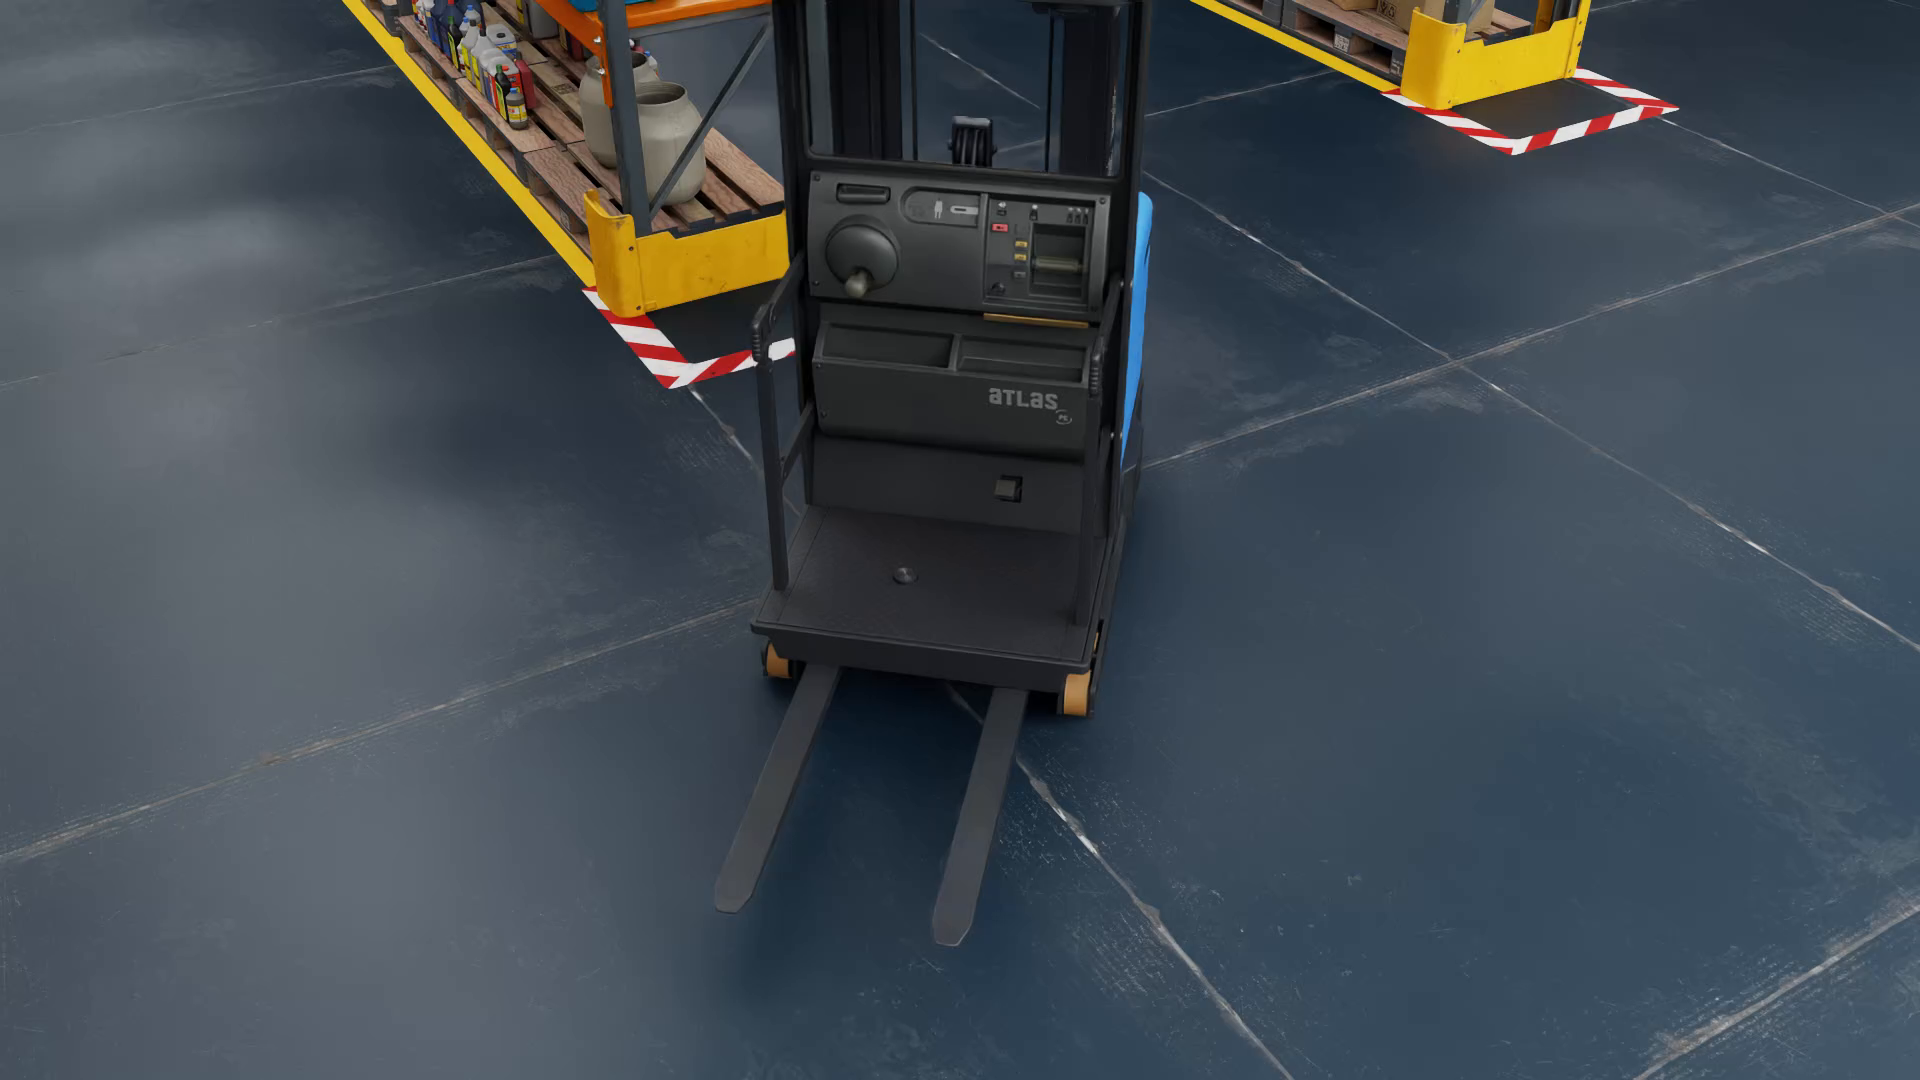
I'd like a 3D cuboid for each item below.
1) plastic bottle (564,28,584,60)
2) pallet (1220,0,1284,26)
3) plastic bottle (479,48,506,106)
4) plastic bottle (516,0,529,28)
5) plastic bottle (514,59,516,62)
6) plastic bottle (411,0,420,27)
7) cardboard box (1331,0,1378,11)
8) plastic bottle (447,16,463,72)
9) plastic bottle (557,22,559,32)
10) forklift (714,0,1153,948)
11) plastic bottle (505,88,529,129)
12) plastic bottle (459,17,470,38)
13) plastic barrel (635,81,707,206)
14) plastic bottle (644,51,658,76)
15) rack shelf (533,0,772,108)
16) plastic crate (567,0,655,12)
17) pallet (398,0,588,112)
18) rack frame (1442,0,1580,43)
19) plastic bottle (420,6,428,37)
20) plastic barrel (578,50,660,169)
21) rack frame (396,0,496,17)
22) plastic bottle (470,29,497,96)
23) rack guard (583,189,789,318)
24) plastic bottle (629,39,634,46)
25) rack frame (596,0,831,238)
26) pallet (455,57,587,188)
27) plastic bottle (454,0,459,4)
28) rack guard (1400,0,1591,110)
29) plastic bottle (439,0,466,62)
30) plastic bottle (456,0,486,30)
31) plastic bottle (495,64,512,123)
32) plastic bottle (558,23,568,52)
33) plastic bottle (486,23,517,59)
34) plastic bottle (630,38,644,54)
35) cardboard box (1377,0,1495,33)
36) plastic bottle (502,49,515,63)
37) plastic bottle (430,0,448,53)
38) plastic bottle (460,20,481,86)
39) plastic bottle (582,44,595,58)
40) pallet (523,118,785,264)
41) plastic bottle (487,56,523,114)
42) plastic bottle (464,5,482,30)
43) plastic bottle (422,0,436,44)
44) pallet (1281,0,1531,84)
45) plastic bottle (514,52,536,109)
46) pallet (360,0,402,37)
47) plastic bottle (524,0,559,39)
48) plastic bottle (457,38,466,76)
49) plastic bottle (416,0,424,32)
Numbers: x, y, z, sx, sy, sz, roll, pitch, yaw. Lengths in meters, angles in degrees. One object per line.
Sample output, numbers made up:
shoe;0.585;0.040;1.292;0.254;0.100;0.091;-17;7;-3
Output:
plastic bottle;-2.255;-2.952;9.679;0.061;0.283;0.133;-19;40;-24
pallet;2.194;-3.880;11.383;1.003;0.211;1.213;-19;40;-24
plastic bottle;-2.538;-2.545;9.128;0.152;0.276;0.135;-20;41;-25
plastic bottle;-2.625;-3.315;10.119;0.144;0.351;0.185;-19;40;-24
plastic bottle;-2.439;-2.562;9.214;0.097;0.201;0.097;0;36;0
plastic bottle;-3.292;-3.277;10.133;0.097;0.271;0.097;0;36;0
cardboard box;2.590;-3.699;10.535;0.500;0.500;0.500;-9;37;-12
plastic bottle;-2.885;-2.847;9.534;0.061;0.283;0.133;-17;39;-22
plastic bottle;-2.404;-3.260;10.044;0.144;0.351;0.185;-21;41;-26
forklift;-0.049;-0.841;4.917;1.130;2.935;3.031;6;37;9
plastic bottle;-2.365;-2.308;8.866;0.097;0.201;0.097;0;36;0
plastic bottle;-2.825;-2.874;9.582;0.097;0.271;0.097;0;36;0
plastic barrel;-1.460;-1.931;8.104;0.421;0.512;0.421;0;36;0
plastic bottle;-1.705;-2.546;9.133;0.097;0.271;0.097;0;36;0
rack shelf;-2.068;-3.183;8.675;1.077;0.370;4.000;-19;40;-24
plastic crate;-1.574;-2.560;7.338;0.499;0.251;0.616;-19;40;-24
pallet;-2.772;-3.012;10.195;1.003;0.211;1.213;-19;40;-24
rack frame;3.219;-3.921;9.075;1.000;3.000;0.127;-19;40;-24
plastic bottle;-3.190;-3.145;10.012;0.097;0.201;0.097;0;36;0
plastic barrel;-1.712;-2.187;8.454;0.421;0.512;0.421;0;36;0
rack frame;-3.073;-4.493;9.859;1.000;3.000;0.127;-19;40;-24
plastic bottle;-2.625;-2.659;9.220;0.144;0.351;0.185;-17;40;-22
rack guard;-1.142;-1.469;7.837;1.175;0.500;0.348;-19;40;-24
plastic bottle;-1.877;-2.721;9.372;0.097;0.271;0.097;0;36;0
rack frame;-1.064;-2.453;7.066;1.000;3.000;0.127;-19;40;-24
pallet;-2.155;-2.389;9.343;1.003;0.211;1.213;-19;40;-24
plastic bottle;-3.014;-3.157;9.959;0.061;0.283;0.133;-19;40;-24
rack guard;3.181;-2.950;9.866;1.175;0.500;0.348;-19;40;-24
plastic bottle;-2.932;-2.970;9.647;0.144;0.351;0.185;-21;41;-26
plastic bottle;-2.902;-3.109;9.837;0.144;0.351;0.185;-19;40;-24
plastic bottle;-2.440;-2.395;8.916;0.061;0.283;0.133;-18;40;-23
plastic bottle;-2.317;-3.025;9.778;0.061;0.283;0.133;-19;40;-24
plastic bottle;-2.603;-2.780;9.449;0.152;0.276;0.135;-19;40;-24
plastic bottle;-1.803;-2.672;9.295;0.061;0.283;0.133;-18;40;-23
cardboard box;2.920;-3.405;10.132;0.500;0.500;0.500;-12;38;-16
plastic bottle;-2.542;-2.656;9.343;0.097;0.201;0.097;0;36;0
plastic bottle;-3.026;-3.067;9.778;0.144;0.351;0.185;-18;40;-23
plastic bottle;-2.718;-2.754;9.350;0.144;0.351;0.185;-19;40;-24
plastic bottle;-2.163;-2.981;9.725;0.152;0.276;0.135;-18;40;-23
pallet;-1.546;-1.768;8.492;1.003;0.211;1.213;-19;40;-24
plastic bottle;-2.468;-2.474;9.031;0.152;0.276;0.135;-19;40;-24
plastic bottle;-2.849;-2.996;9.750;0.097;0.271;0.097;0;36;0
plastic bottle;-3.106;-3.122;9.917;0.152;0.276;0.135;-17;40;-22
pallet;2.803;-3.258;10.532;1.003;0.211;1.213;-19;40;-24
plastic bottle;-2.376;-2.509;9.072;0.061;0.283;0.133;-19;40;-24
pallet;-3.501;-3.756;11.214;1.003;0.211;1.213;-19;40;-24
plastic bottle;-2.519;-3.173;9.988;0.152;0.276;0.135;-19;40;-24
plastic bottle;-2.810;-2.759;9.483;0.097;0.201;0.097;0;36;0
plastic bottle;-3.241;-3.197;10.083;0.097;0.201;0.097;0;36;0
